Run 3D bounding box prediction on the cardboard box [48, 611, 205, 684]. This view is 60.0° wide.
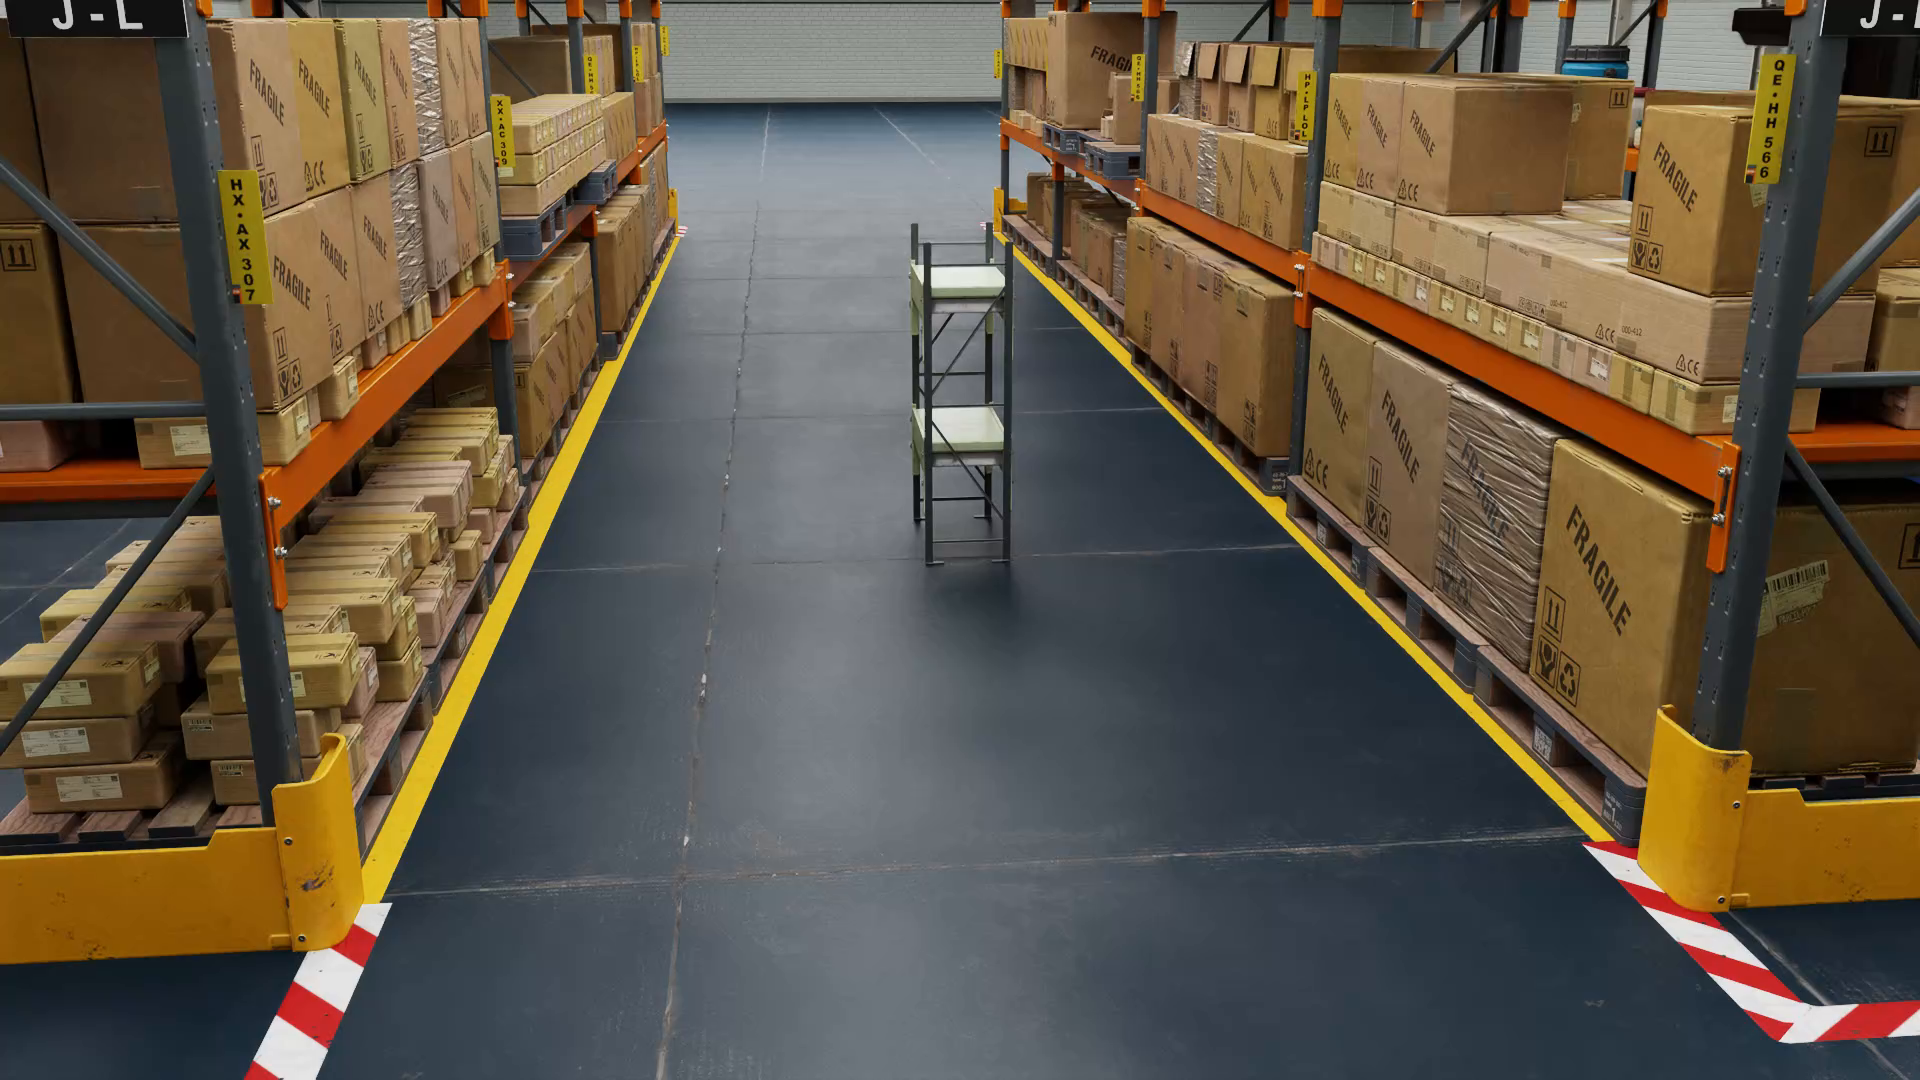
[{"bbox_3d":[-2.575,0.337,5.163,0.380,0.149,0.250,-1,17,-5],"label":"cardboard box"}]

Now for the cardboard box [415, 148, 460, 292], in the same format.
[{"bbox_3d":[-2.279,-1.256,6.506,0.500,0.500,0.500,-2,18,-6],"label":"cardboard box"}]

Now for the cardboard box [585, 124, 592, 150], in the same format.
[{"bbox_3d":[-2.537,-2.553,10.524,0.380,0.149,0.250,-2,18,-6],"label":"cardboard box"}]

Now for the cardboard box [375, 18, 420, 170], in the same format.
[{"bbox_3d":[-2.228,-1.579,5.866,0.500,0.500,0.500,-2,18,-7],"label":"cardboard box"}]

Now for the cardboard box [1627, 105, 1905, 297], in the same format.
[{"bbox_3d":[2.332,-1.001,4.860,0.500,0.500,0.500,-2,17,-5],"label":"cardboard box"}]

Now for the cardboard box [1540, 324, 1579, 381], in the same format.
[{"bbox_3d":[2.202,-0.639,5.624,0.380,0.149,0.250,-1,17,-5],"label":"cardboard box"}]

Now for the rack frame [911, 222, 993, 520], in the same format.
[{"bbox_3d":[-0.038,-0.827,8.306,0.400,1.500,0.023,-2,18,-6],"label":"rack frame"}]

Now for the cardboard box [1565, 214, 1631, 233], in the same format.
[{"bbox_3d":[2.696,-1.118,6.483,0.500,0.250,0.500,-2,18,-7],"label":"cardboard box"}]

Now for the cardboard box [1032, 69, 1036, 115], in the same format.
[{"bbox_3d":[1.243,-4.783,17.741,0.875,0.500,0.500,-2,18,-6],"label":"cardboard box"}]

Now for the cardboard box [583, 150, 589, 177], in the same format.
[{"bbox_3d":[-2.515,-2.339,10.338,0.380,0.149,0.250,-3,18,-8],"label":"cardboard box"}]

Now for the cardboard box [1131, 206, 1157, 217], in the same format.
[{"bbox_3d":[1.655,-2.551,13.482,0.500,0.250,0.500,0,17,1],"label":"cardboard box"}]

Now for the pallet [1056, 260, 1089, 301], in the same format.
[{"bbox_3d":[1.488,-2.449,15.625,1.003,0.211,1.213,-2,18,-6],"label":"pallet"}]

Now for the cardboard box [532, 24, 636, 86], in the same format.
[{"bbox_3d":[-3.541,-4.586,15.723,0.875,0.550,0.550,-2,18,-6],"label":"cardboard box"}]

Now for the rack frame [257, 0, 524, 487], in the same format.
[{"bbox_3d":[-2.712,-1.505,7.962,1.000,3.000,0.127,-2,18,-6],"label":"rack frame"}]

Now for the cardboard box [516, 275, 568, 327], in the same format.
[{"bbox_3d":[-2.631,-1.409,9.878,0.500,0.250,0.500,-1,17,-4],"label":"cardboard box"}]

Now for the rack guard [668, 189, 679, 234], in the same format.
[{"bbox_3d":[-3.953,-3.894,19.747,1.175,0.500,0.348,-2,18,-6],"label":"rack guard"}]

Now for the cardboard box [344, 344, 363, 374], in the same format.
[{"bbox_3d":[-2.216,-0.611,5.534,0.380,0.149,0.250,-2,18,-6],"label":"cardboard box"}]

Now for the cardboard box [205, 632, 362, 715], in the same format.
[{"bbox_3d":[-2.016,0.396,4.972,0.380,0.149,0.250,-3,18,-8],"label":"cardboard box"}]

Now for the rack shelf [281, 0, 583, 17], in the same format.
[{"bbox_3d":[-2.919,-3.188,9.518,1.077,0.370,4.000,-2,18,-6],"label":"rack shelf"}]

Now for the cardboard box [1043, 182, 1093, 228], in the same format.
[{"bbox_3d":[1.183,-3.660,18.300,0.500,0.500,0.500,0,17,0],"label":"cardboard box"}]

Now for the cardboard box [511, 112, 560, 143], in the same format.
[{"bbox_3d":[-2.378,-2.234,9.011,0.380,0.149,0.250,-2,18,-6],"label":"cardboard box"}]

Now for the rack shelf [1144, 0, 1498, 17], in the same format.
[{"bbox_3d":[2.025,-3.312,9.911,1.077,0.370,4.000,-2,18,-6],"label":"rack shelf"}]

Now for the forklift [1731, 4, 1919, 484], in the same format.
[{"bbox_3d":[4.555,-1.632,8.481,1.130,2.935,3.031,-2,18,-7],"label":"forklift"}]

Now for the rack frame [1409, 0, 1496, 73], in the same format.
[{"bbox_3d":[5.920,-5.356,20.230,1.000,3.000,0.127,-2,18,-6],"label":"rack frame"}]

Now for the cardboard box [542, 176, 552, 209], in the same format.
[{"bbox_3d":[-2.330,-1.799,8.618,0.380,0.149,0.250,-2,17,-5],"label":"cardboard box"}]

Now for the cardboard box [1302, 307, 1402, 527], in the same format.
[{"bbox_3d":[2.220,-0.615,7.975,0.875,0.875,0.875,-2,18,-6],"label":"cardboard box"}]

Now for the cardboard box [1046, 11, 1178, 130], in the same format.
[{"bbox_3d":[1.349,-4.257,15.026,1.000,1.000,1.000,-2,18,-5],"label":"cardboard box"}]

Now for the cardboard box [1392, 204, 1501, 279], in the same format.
[{"bbox_3d":[2.125,-1.248,6.897,0.500,0.250,0.500,-1,17,-4],"label":"cardboard box"}]

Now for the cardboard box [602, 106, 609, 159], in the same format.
[{"bbox_3d":[-2.958,-3.038,12.678,0.500,0.500,0.500,-2,18,-6],"label":"cardboard box"}]

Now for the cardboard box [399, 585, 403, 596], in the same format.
[{"bbox_3d":[-2.224,0.232,5.994,0.380,0.149,0.250,-3,18,-8],"label":"cardboard box"}]

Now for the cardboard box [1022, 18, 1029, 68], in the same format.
[{"bbox_3d":[0.935,-5.251,17.561,0.500,0.500,0.500,-2,18,-6],"label":"cardboard box"}]

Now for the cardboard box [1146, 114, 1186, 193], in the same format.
[{"bbox_3d":[1.598,-2.714,11.647,0.500,0.500,0.500,-1,17,-4],"label":"cardboard box"}]

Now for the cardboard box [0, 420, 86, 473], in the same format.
[{"bbox_3d":[-2.615,-0.281,4.485,0.380,0.149,0.250,-2,18,-6],"label":"cardboard box"}]

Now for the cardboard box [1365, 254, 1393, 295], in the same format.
[{"bbox_3d":[2.015,-1.174,7.330,0.380,0.149,0.250,-2,18,-7],"label":"cardboard box"}]

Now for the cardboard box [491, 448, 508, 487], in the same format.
[{"bbox_3d":[-2.323,-0.323,7.758,0.380,0.149,0.250,-3,18,-8],"label":"cardboard box"}]

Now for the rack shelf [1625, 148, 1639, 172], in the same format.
[{"bbox_3d":[6.539,-3.225,14.643,1.077,0.370,4.000,-2,18,-6],"label":"rack shelf"}]

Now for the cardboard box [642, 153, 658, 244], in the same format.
[{"bbox_3d":[-3.630,-3.533,17.268,0.875,0.875,0.875,-2,18,-5],"label":"cardboard box"}]

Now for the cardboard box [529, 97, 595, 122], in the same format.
[{"bbox_3d":[-2.568,-2.776,10.736,0.380,0.149,0.250,-1,17,-4],"label":"cardboard box"}]

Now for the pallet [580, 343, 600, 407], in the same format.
[{"bbox_3d":[-3.046,-1.133,11.434,1.003,0.211,1.213,-2,18,-6],"label":"pallet"}]

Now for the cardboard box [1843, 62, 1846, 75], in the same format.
[{"bbox_3d":[10.728,-5.589,19.721,0.380,0.149,0.250,-2,18,-5],"label":"cardboard box"}]

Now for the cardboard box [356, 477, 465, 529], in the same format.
[{"bbox_3d":[-2.209,-0.144,6.694,0.380,0.149,0.250,-2,18,-8],"label":"cardboard box"}]

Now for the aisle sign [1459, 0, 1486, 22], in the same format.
[{"bbox_3d":[6.208,-6.627,19.938,0.394,0.787,0.004,-2,18,-6],"label":"aisle sign"}]

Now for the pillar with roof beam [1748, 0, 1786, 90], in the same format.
[{"bbox_3d":[11.187,-11.785,30.691,9.100,9.000,0.400,-2,18,-6],"label":"pillar with roof beam"}]

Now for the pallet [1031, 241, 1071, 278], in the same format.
[{"bbox_3d":[1.302,-2.880,16.998,1.003,0.211,1.213,-2,18,-6],"label":"pallet"}]

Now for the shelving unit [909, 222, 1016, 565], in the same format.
[{"bbox_3d":[-0.001,-0.718,7.959,0.431,1.500,0.755,-2,18,-6],"label":"shelving unit"}]

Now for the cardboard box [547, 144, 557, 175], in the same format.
[{"bbox_3d":[-2.351,-2.013,8.802,0.380,0.149,0.250,-1,17,-4],"label":"cardboard box"}]

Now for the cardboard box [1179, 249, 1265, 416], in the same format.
[{"bbox_3d":[2.053,-1.271,10.063,1.225,0.875,0.875,-2,18,-8],"label":"cardboard box"}]

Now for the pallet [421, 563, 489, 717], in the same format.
[{"bbox_3d":[-2.479,0.389,6.585,1.003,0.211,1.213,-2,18,-6],"label":"pallet"}]

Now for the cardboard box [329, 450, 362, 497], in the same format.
[{"bbox_3d":[-2.789,-0.285,7.142,0.380,0.149,0.250,-2,18,-7],"label":"cardboard box"}]

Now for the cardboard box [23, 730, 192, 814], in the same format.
[{"bbox_3d":[-2.562,0.696,5.009,0.380,0.149,0.250,-1,17,-5],"label":"cardboard box"}]

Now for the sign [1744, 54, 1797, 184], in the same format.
[{"bbox_3d":[2.103,-1.089,4.309,0.100,0.325,0.005,-2,18,-6],"label":"sign"}]

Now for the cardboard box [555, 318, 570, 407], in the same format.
[{"bbox_3d":[-2.648,-1.054,9.999,0.500,0.500,0.500,-1,17,-5],"label":"cardboard box"}]

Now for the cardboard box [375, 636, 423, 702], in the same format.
[{"bbox_3d":[-2.094,0.452,5.788,0.380,0.149,0.250,-2,17,-5],"label":"cardboard box"}]
